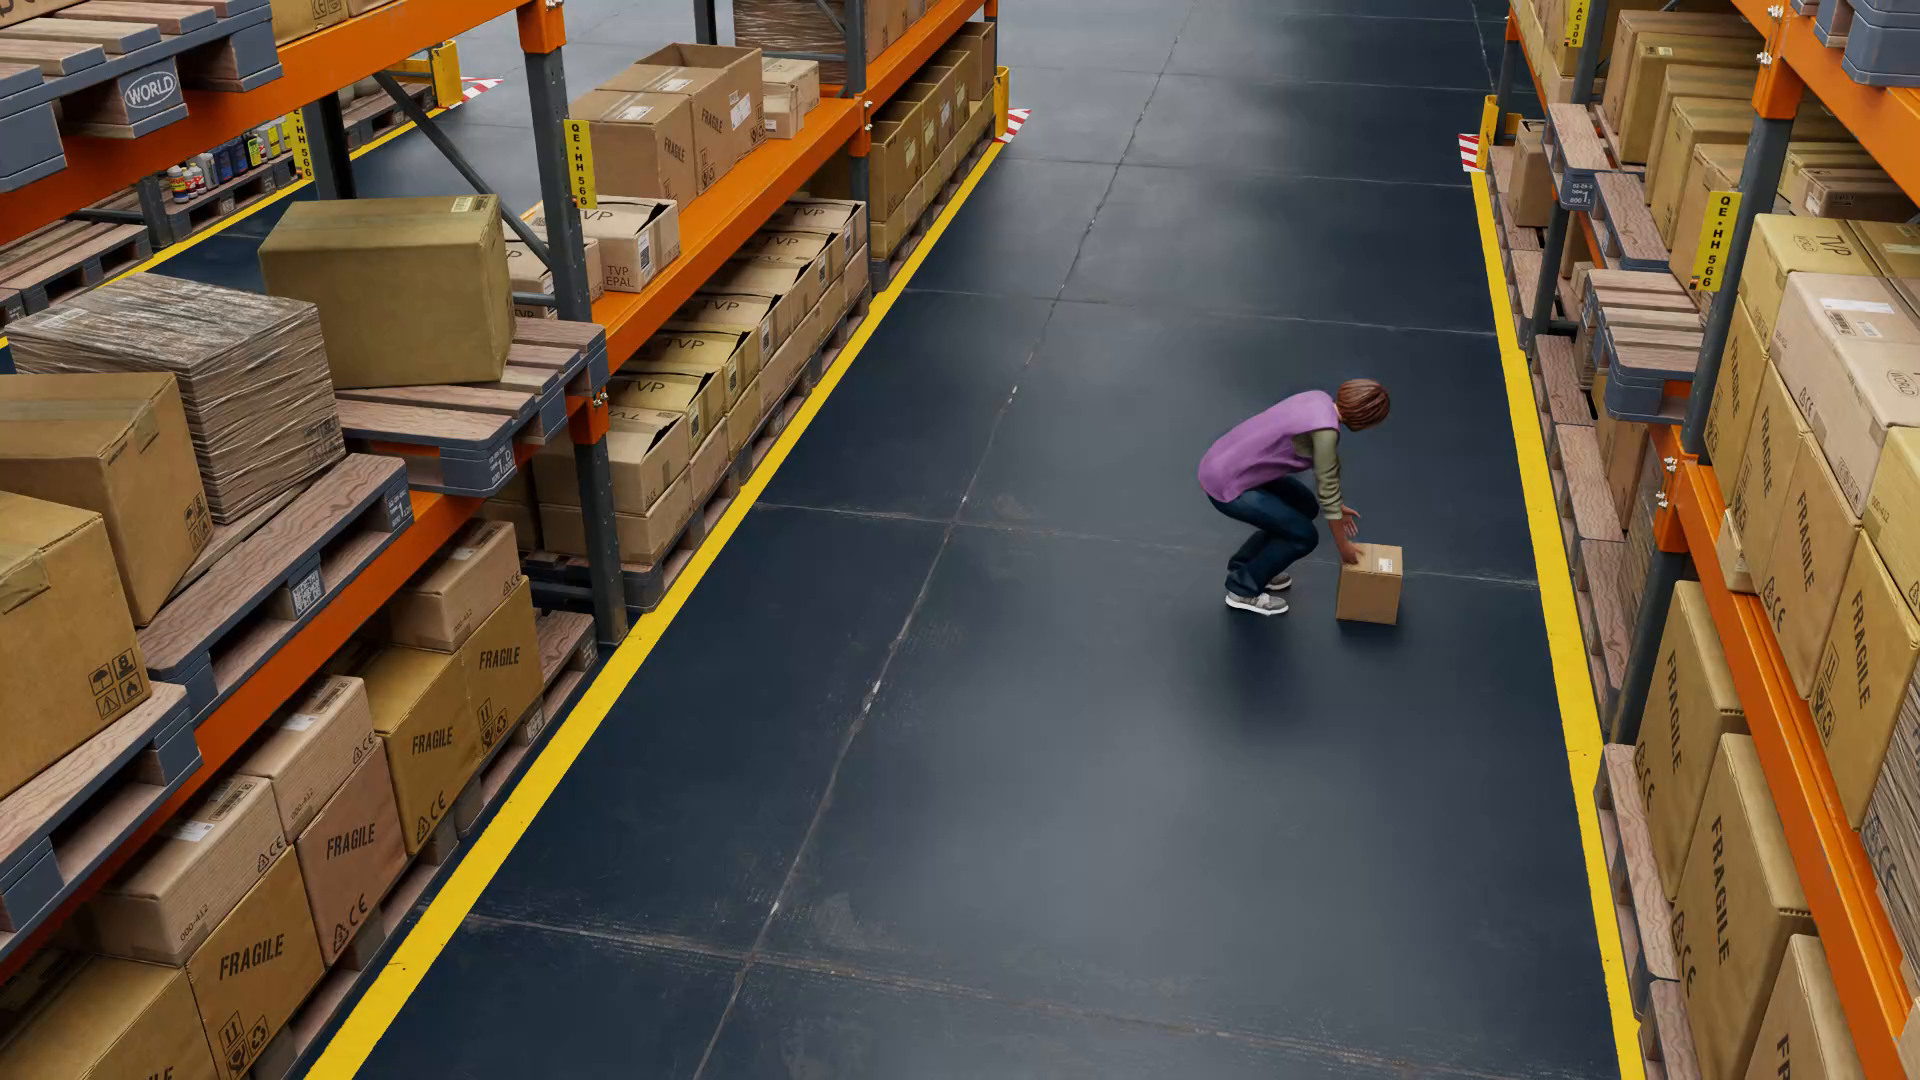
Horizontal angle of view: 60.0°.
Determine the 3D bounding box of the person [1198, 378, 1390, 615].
[{"bbox_3d":[1.392,-0.213,7.090,0.762,1.041,0.459,6,30,10],"label":"person"}]
